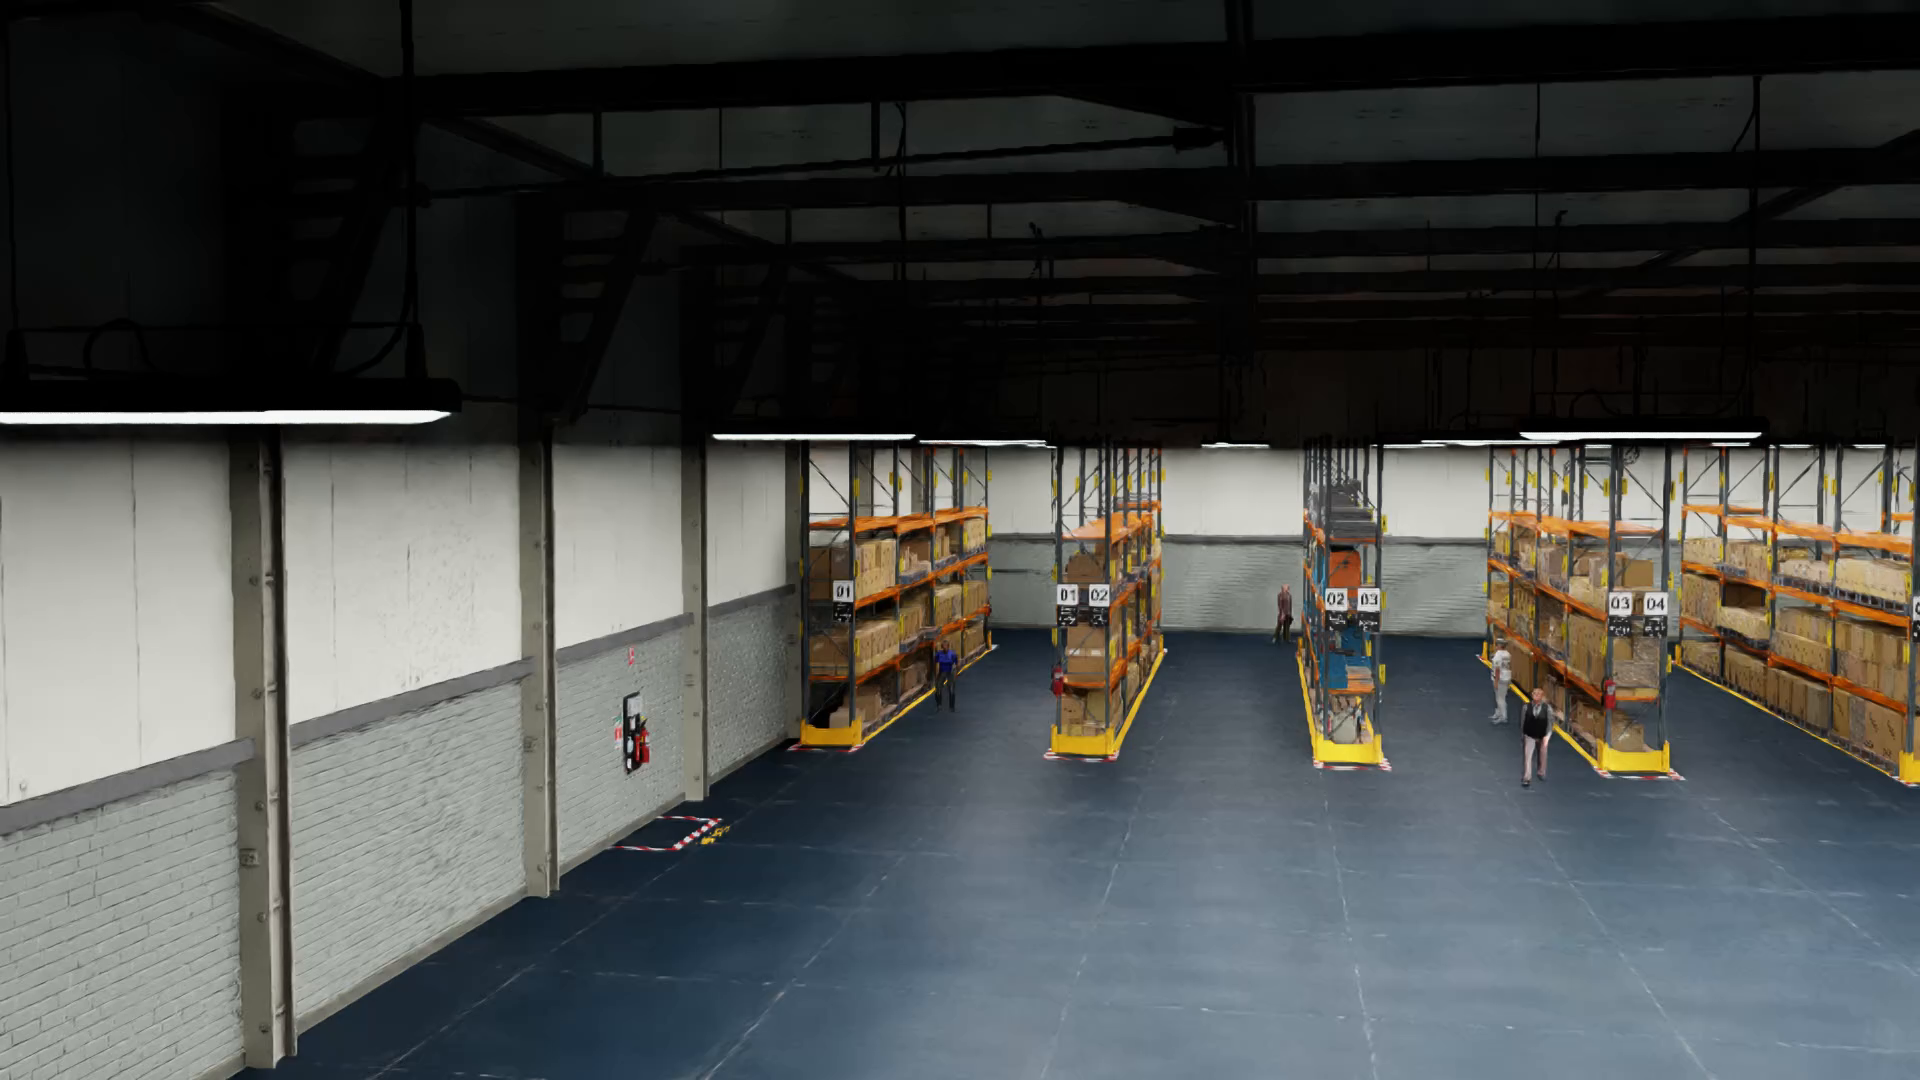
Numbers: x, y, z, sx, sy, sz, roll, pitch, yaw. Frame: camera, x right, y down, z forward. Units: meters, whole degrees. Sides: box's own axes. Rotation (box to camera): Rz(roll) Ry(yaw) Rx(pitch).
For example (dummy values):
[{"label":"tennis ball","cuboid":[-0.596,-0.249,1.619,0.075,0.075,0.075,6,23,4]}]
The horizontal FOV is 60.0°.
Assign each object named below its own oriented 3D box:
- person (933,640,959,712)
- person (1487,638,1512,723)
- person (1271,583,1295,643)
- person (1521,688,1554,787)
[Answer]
[{"label":"person","cuboid":[-0.307,2.961,36.376,0.592,1.604,0.518,0,3,7]},{"label":"person","cuboid":[11.295,2.947,34.884,0.504,1.759,0.588,3,4,41]},{"label":"person","cuboid":[9.540,2.174,49.249,0.744,1.778,0.493,-3,4,-42]},{"label":"person","cuboid":[9.838,3.346,28.350,0.538,1.663,1.033,1,3,20]}]
